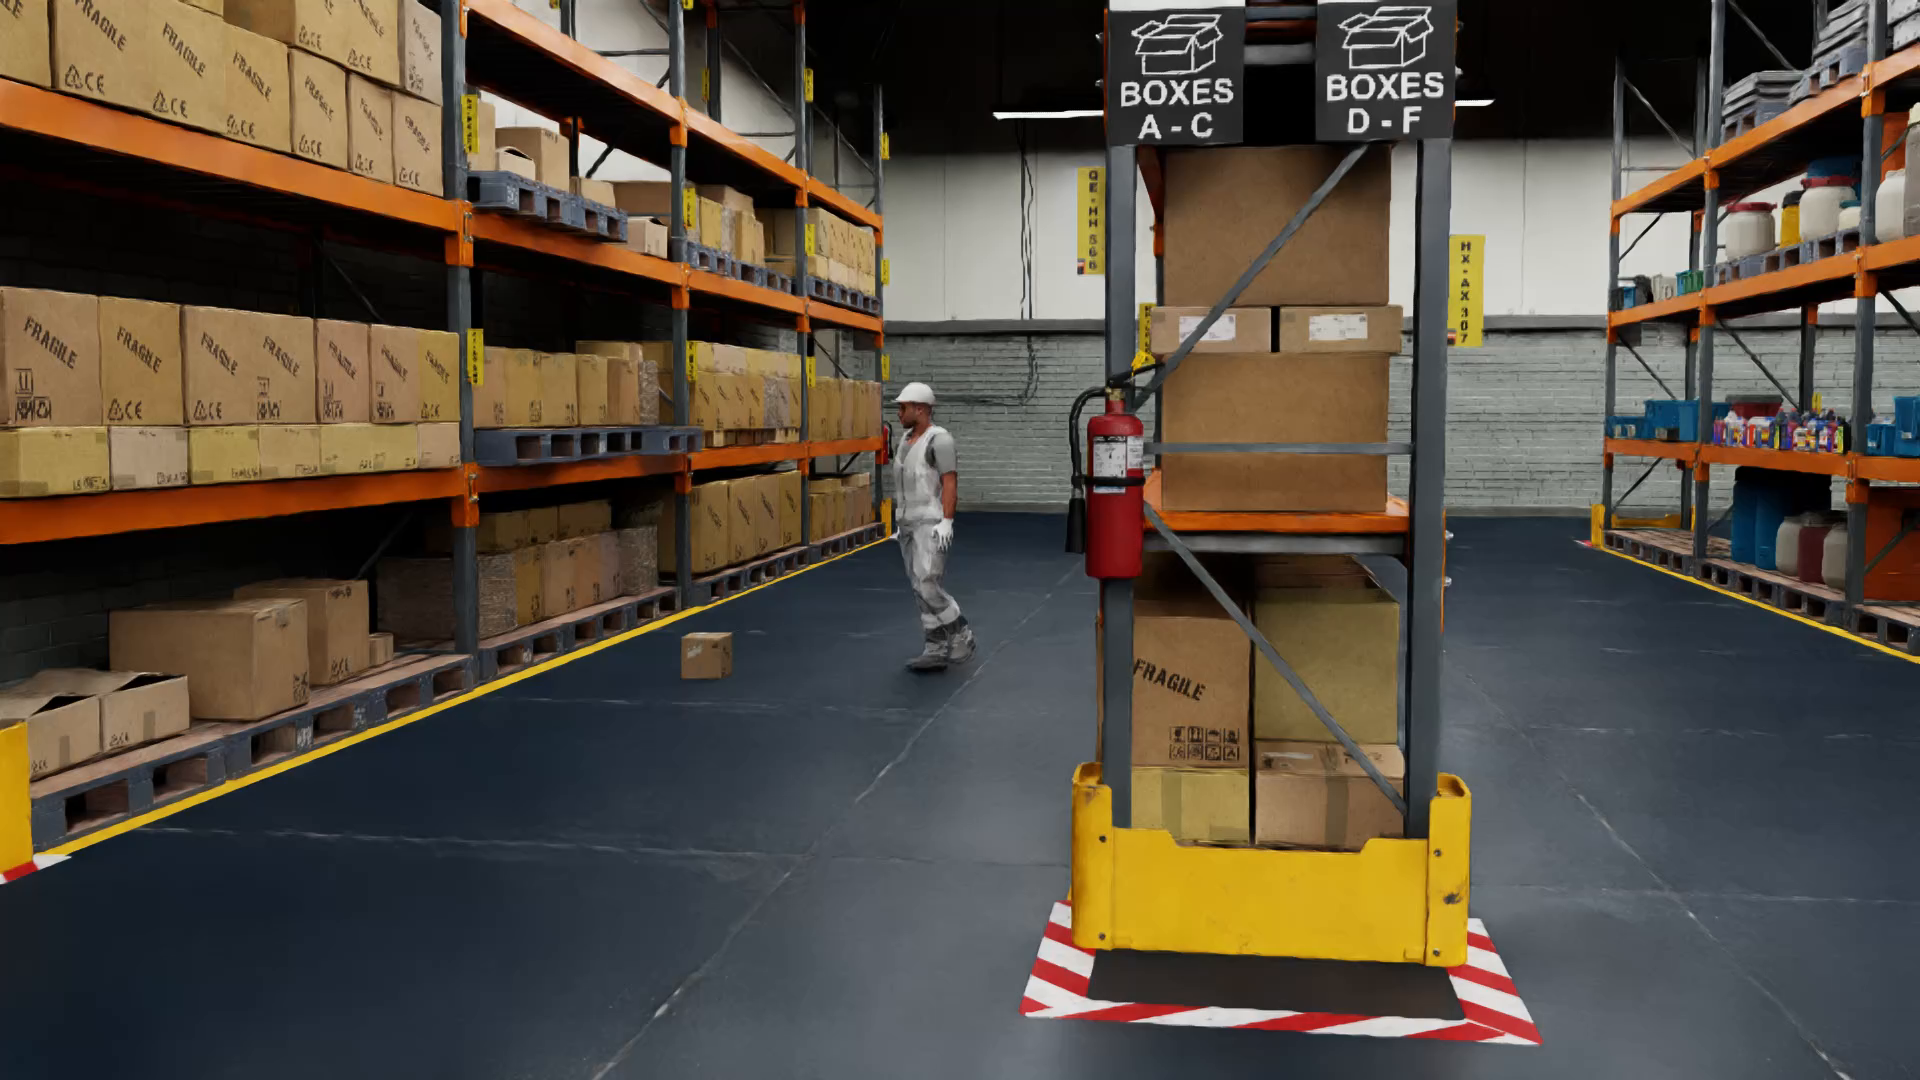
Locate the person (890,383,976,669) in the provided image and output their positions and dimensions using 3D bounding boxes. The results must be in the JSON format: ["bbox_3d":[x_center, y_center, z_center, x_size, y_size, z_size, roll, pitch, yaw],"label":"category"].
[{"bbox_3d":[-0.191,-0.085,10.366,0.449,1.785,0.633,-3,5,-35],"label":"person"}]
